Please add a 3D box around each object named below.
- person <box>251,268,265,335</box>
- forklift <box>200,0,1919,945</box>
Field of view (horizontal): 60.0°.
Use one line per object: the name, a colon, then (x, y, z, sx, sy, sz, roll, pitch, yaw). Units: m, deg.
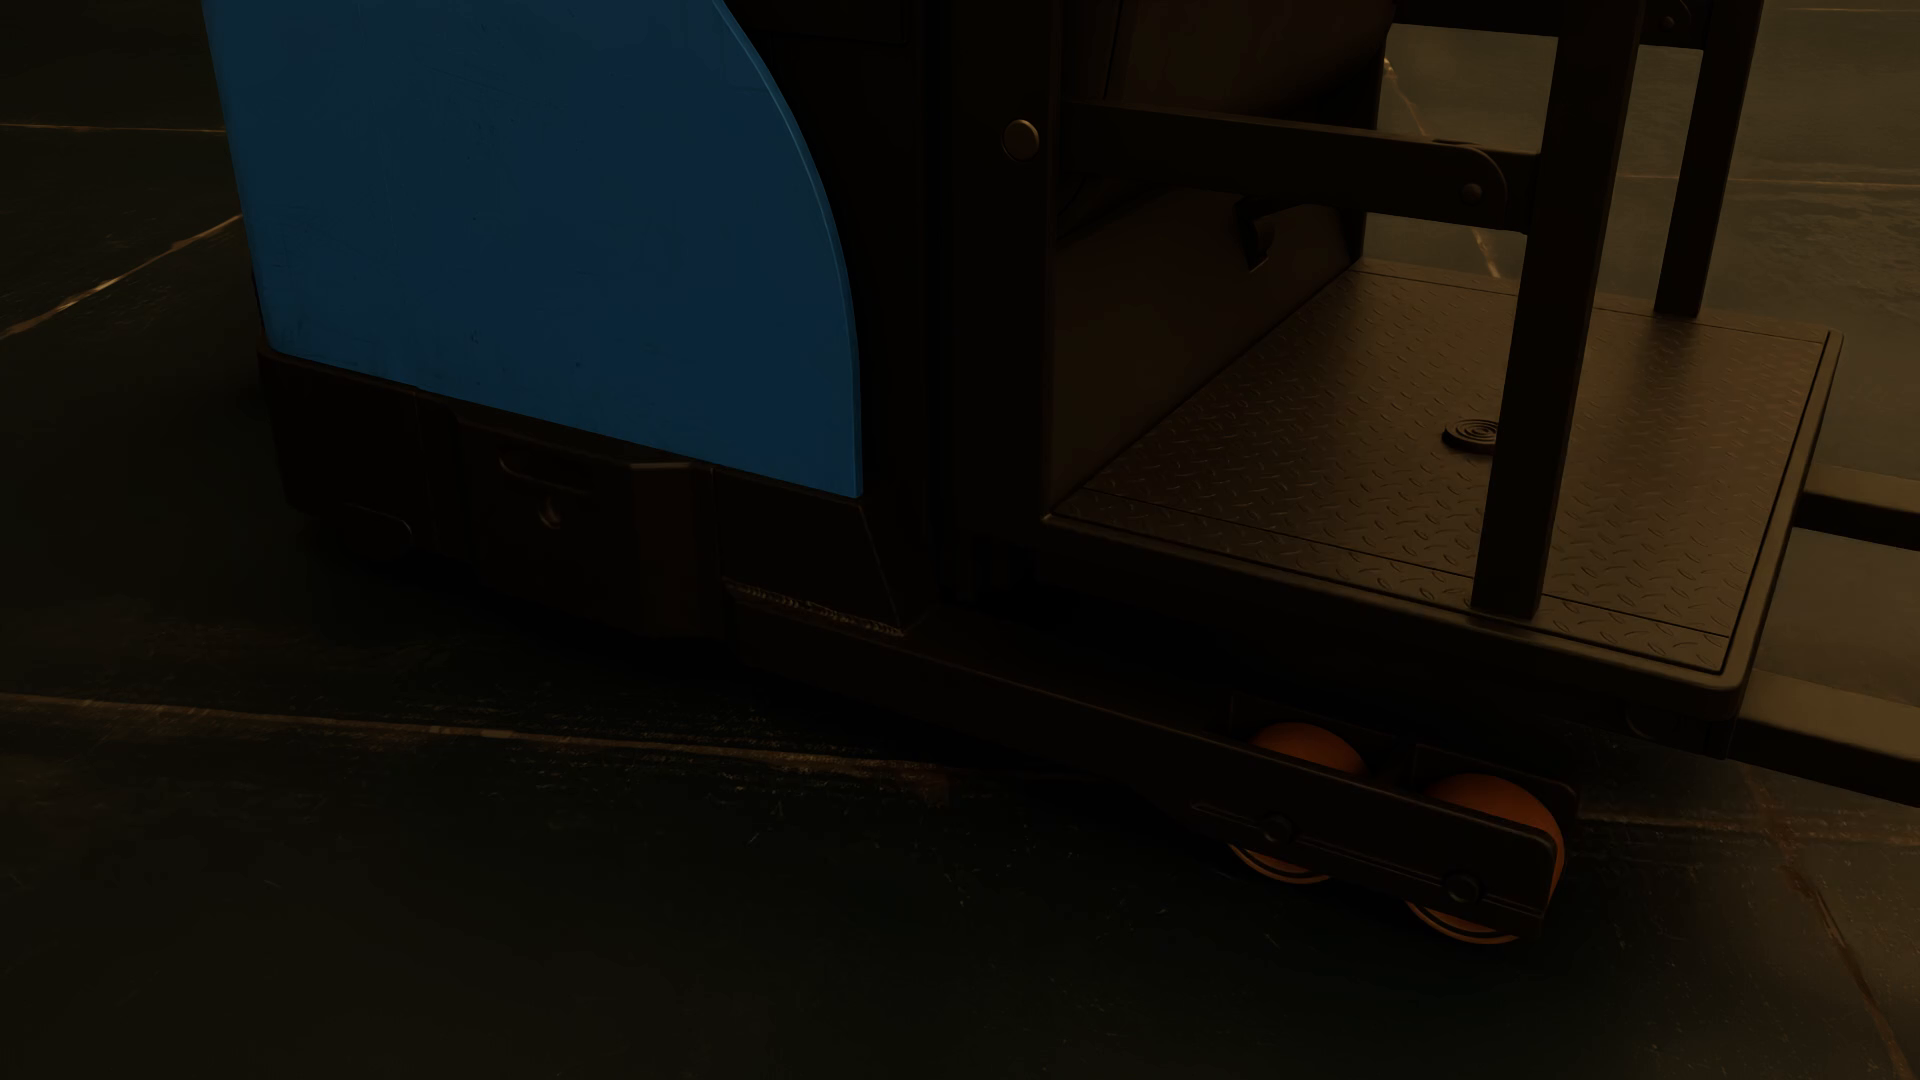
person: (-1.011, -1.147, 3.078, 0.657, 1.561, 0.806, 0, 27, 0)
forklift: (0.529, -1.176, 1.574, 3.031, 2.935, 1.130, 14, 30, 26)
